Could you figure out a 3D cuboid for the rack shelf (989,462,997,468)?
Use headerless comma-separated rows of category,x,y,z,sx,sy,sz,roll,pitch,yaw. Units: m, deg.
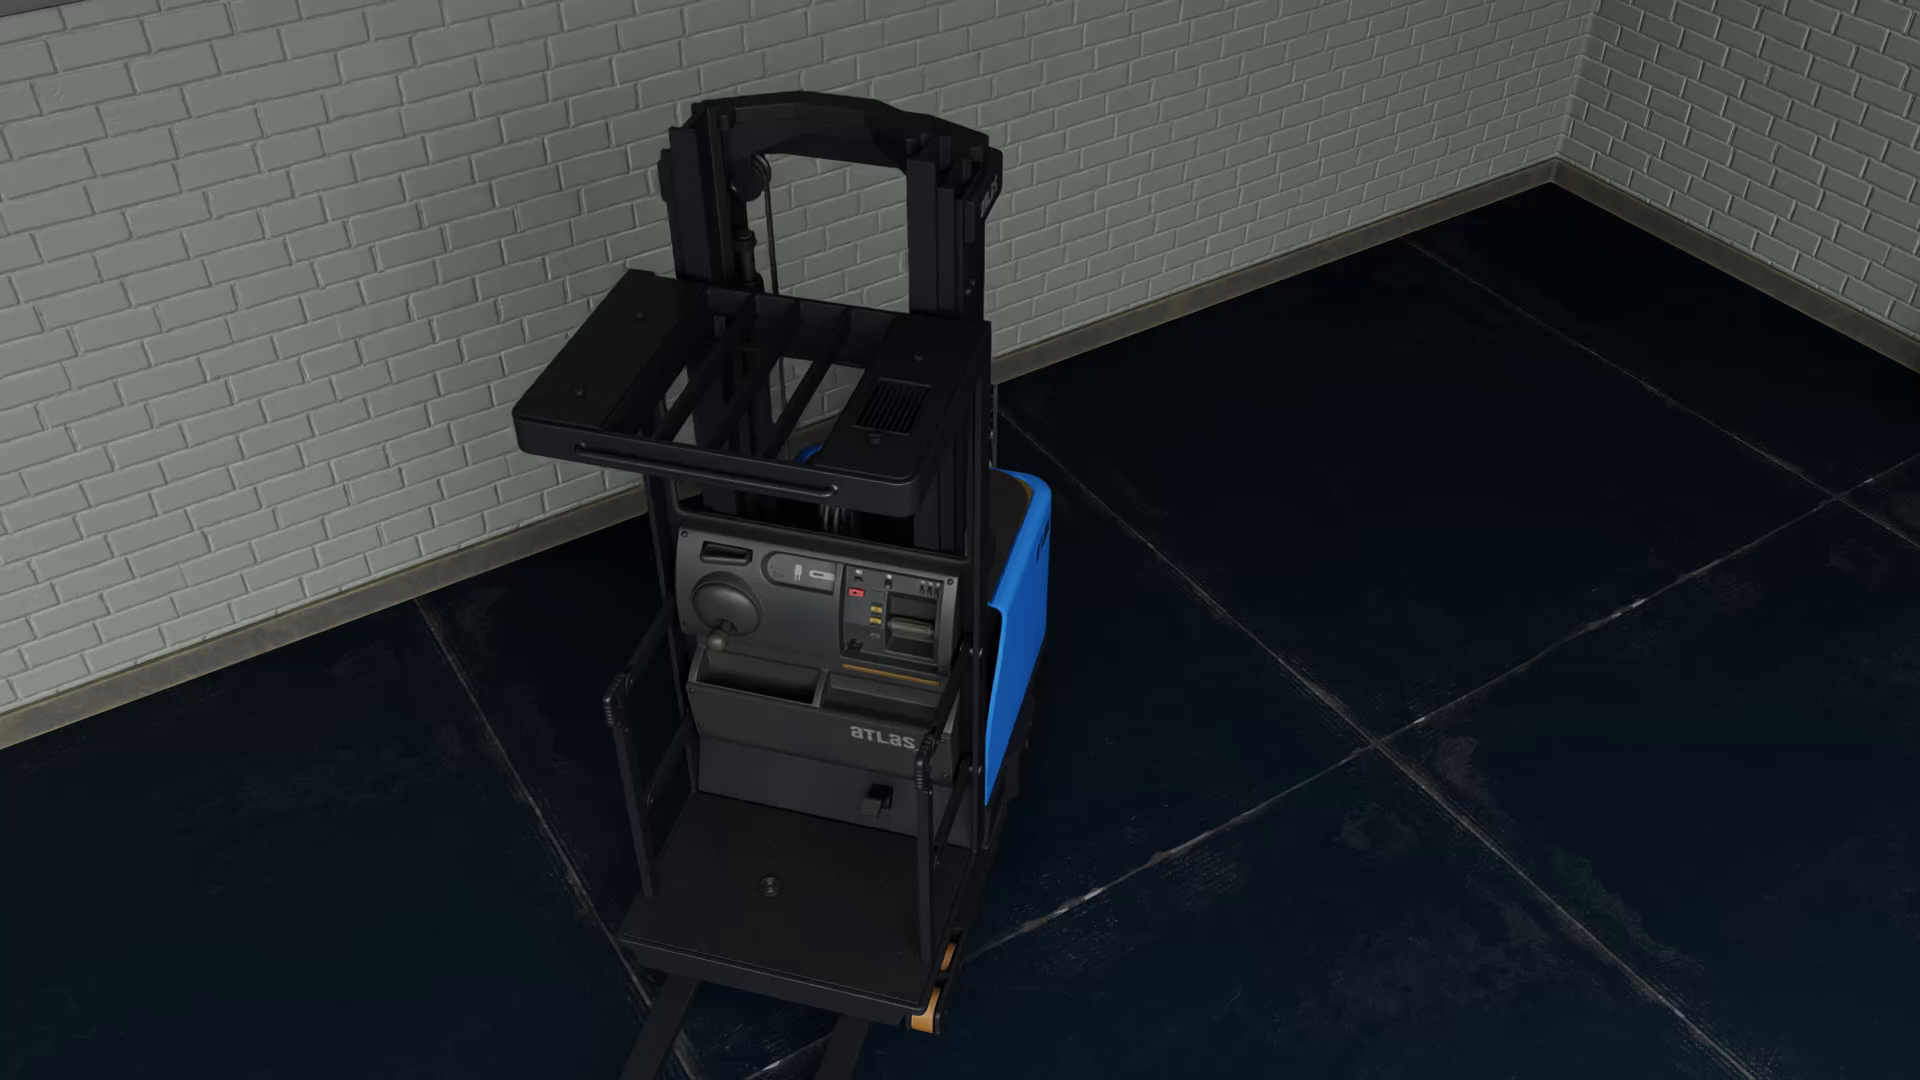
rack shelf,0.004,-0.316,7.478,0.258,0.077,0.200,-22,45,-24

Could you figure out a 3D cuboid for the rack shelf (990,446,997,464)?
rack shelf,0.004,-0.385,7.420,0.258,0.077,0.200,-22,45,-24

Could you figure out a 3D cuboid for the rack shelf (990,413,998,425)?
rack shelf,0.004,-0.523,7.305,0.258,0.077,0.200,-22,45,-24

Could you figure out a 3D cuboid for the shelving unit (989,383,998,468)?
shelving unit,0.004,-0.341,7.457,0.258,0.900,0.210,-22,45,-24

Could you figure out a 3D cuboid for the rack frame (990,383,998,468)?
rack frame,0.059,-0.286,7.391,0.240,0.900,0.006,-22,45,-24

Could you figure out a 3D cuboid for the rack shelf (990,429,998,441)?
rack shelf,0.004,-0.454,7.363,0.258,0.077,0.200,-22,45,-24

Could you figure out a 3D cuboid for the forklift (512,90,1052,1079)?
forklift,-0.515,0.283,5.121,1.130,2.935,3.031,10,41,12
